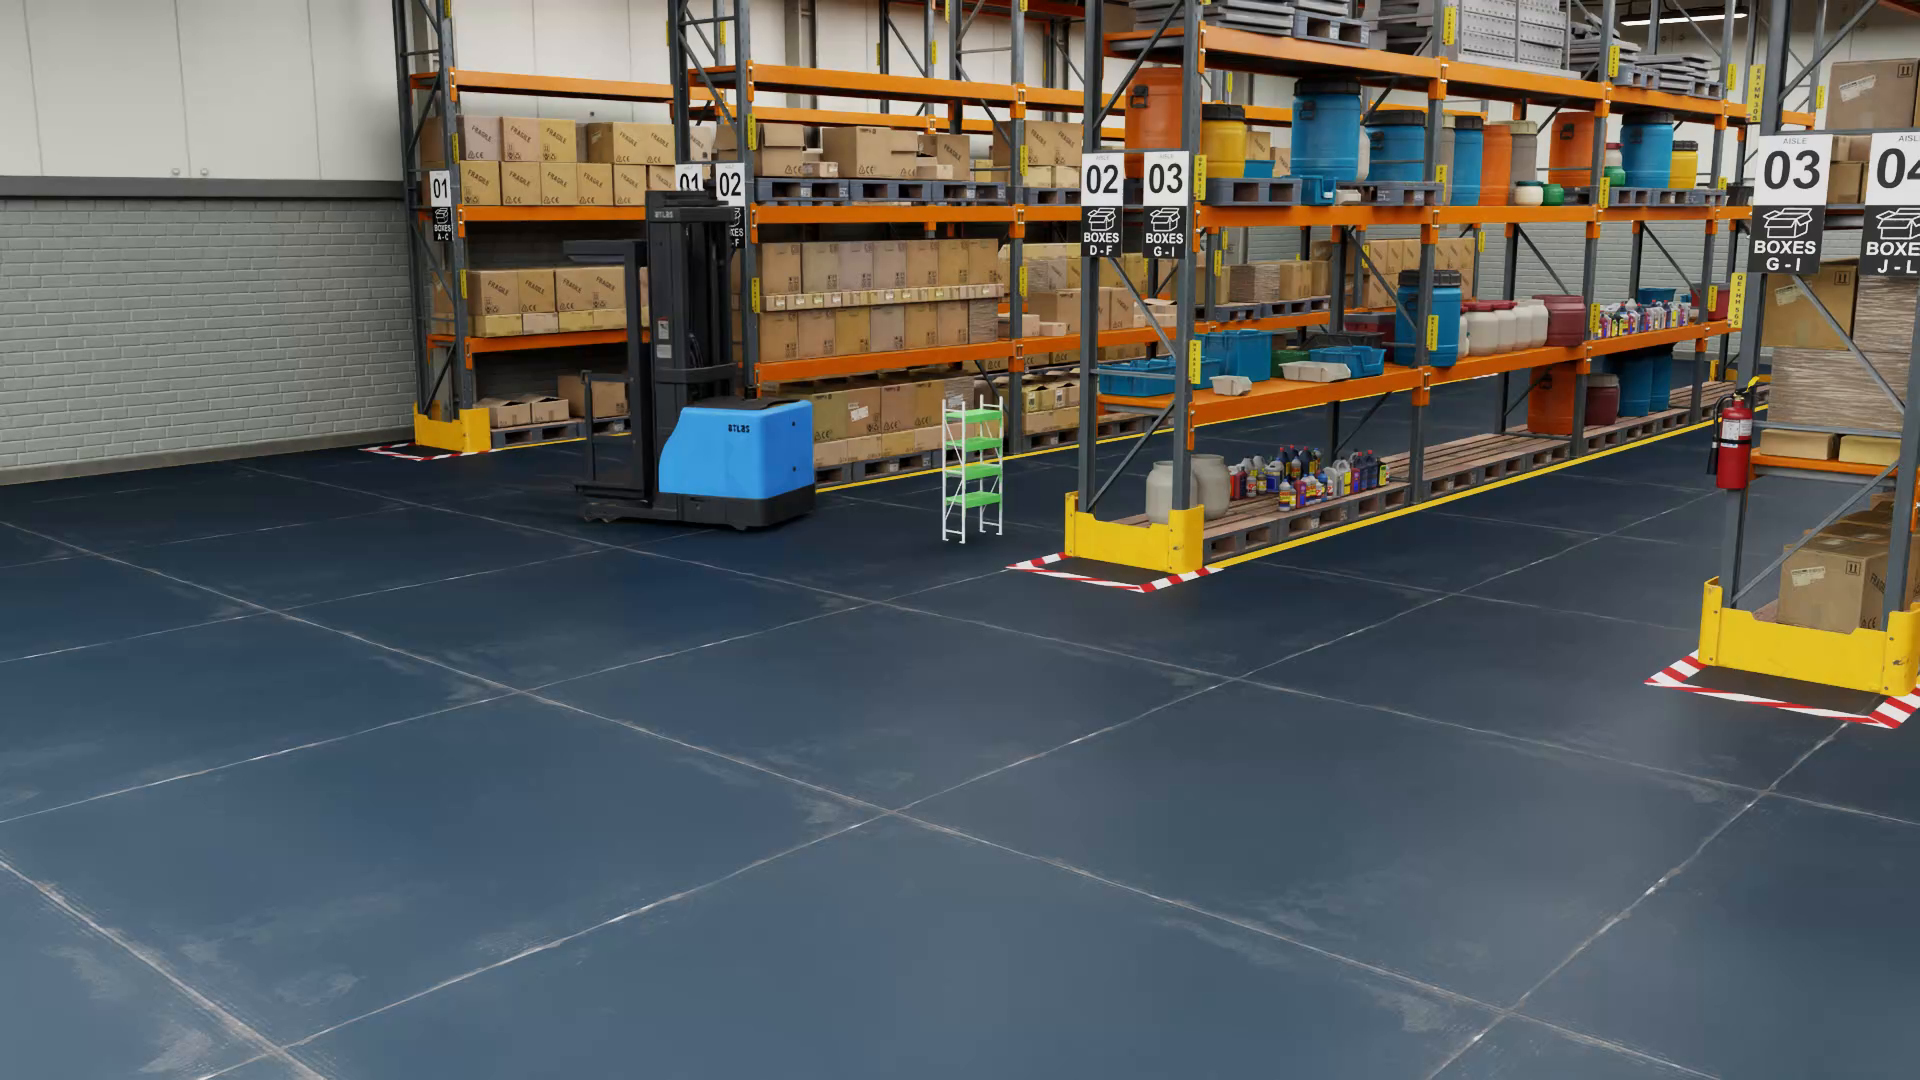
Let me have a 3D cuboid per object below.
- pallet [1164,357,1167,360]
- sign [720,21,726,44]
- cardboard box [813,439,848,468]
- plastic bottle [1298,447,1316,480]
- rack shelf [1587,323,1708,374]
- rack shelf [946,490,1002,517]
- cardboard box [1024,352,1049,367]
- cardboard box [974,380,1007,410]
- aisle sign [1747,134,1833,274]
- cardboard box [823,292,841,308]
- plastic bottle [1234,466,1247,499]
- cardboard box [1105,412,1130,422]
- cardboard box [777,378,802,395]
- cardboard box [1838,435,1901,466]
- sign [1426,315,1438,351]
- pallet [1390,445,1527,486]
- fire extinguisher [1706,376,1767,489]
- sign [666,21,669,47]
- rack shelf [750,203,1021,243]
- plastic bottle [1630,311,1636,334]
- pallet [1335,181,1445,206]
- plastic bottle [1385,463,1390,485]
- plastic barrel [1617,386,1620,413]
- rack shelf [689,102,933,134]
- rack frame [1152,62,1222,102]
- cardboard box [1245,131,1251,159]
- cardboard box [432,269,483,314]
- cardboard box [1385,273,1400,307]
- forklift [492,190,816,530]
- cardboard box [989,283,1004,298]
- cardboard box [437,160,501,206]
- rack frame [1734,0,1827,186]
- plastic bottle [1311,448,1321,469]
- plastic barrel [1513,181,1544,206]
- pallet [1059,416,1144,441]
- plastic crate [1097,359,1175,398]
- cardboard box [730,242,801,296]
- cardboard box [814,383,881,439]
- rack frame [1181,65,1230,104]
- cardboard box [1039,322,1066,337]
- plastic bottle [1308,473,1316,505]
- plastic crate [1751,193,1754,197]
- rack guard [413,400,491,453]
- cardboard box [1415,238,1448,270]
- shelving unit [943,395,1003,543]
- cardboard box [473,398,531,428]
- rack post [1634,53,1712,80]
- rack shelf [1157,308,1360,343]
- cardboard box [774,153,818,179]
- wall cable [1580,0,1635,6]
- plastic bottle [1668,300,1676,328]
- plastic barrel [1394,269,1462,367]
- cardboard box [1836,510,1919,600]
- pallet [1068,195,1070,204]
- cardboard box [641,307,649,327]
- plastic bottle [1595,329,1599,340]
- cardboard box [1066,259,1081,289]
[{"bbox_3d":[4.020,-3.425,30.821,1.003,0.211,1.213,10,15,40],"label":"pallet"},{"bbox_3d":[-3.037,-6.521,21.297,0.100,0.325,0.005,10,15,40],"label":"sign"},{"bbox_3d":[-1.501,-0.908,17.048,0.500,0.250,0.500,10,15,40],"label":"cardboard box"},{"bbox_3d":[3.273,-0.707,15.732,0.144,0.351,0.185,10,15,40],"label":"plastic bottle"},{"bbox_3d":[7.970,-2.404,20.425,1.077,0.370,4.000,10,15,40],"label":"rack shelf"},{"bbox_3d":[0.109,-0.315,14.275,0.258,0.148,0.480,10,15,40],"label":"rack shelf"},{"bbox_3d":[0.933,-3.240,27.191,0.750,0.750,0.750,10,15,42],"label":"cardboard box"},{"bbox_3d":[0.343,-1.744,19.801,0.500,0.311,0.500,10,15,40],"label":"cardboard box"},{"bbox_3d":[4.824,-1.950,9.676,0.394,0.787,0.004,10,15,40],"label":"aisle sign"},{"bbox_3d":[-1.422,-2.436,16.838,0.380,0.149,0.250,9,15,39],"label":"cardboard box"},{"bbox_3d":[2.520,-0.516,14.948,0.061,0.283,0.133,10,15,40],"label":"plastic bottle"},{"bbox_3d":[1.758,-1.626,20.642,0.500,0.250,0.500,10,15,41],"label":"cardboard box"},{"bbox_3d":[-2.655,-2.338,23.516,0.700,0.500,0.500,9,15,39],"label":"cardboard box"},{"bbox_3d":[5.457,-0.533,9.863,0.380,0.149,0.250,10,15,40],"label":"cardboard box"},{"bbox_3d":[4.416,-1.937,15.544,0.100,0.325,0.005,10,15,40],"label":"sign"},{"bbox_3d":[5.304,-0.807,17.715,1.003,0.211,1.213,10,15,40],"label":"pallet"},{"bbox_3d":[4.668,-0.650,10.004,0.296,0.674,0.183,10,15,40],"label":"fire extinguisher"},{"bbox_3d":[-3.853,-6.703,22.009,0.100,0.325,0.005,10,15,40],"label":"sign"},{"bbox_3d":[-1.029,-3.339,17.448,1.077,0.370,4.000,10,15,40],"label":"rack shelf"},{"bbox_3d":[8.038,-2.605,19.922,0.097,0.271,0.097,0,11,0],"label":"plastic bottle"},{"bbox_3d":[3.607,-3.133,15.065,1.213,0.211,1.003,10,15,40],"label":"pallet"},{"bbox_3d":[4.004,-0.624,15.697,0.097,0.201,0.097,0,11,0],"label":"plastic bottle"},{"bbox_3d":[8.011,-1.783,20.761,0.421,0.512,0.421,0,11,0],"label":"plastic barrel"},{"bbox_3d":[-2.112,-5.842,23.343,1.077,0.370,4.000,10,15,40],"label":"rack shelf"},{"bbox_3d":[2.932,-6.045,21.503,1.000,3.000,0.127,10,15,40],"label":"rack frame"},{"bbox_3d":[3.561,-5.252,22.382,0.500,0.500,0.500,10,15,40],"label":"cardboard box"},{"bbox_3d":[-5.921,-2.967,19.826,0.500,0.500,0.500,10,15,40],"label":"cardboard box"},{"bbox_3d":[6.449,-3.856,25.606,0.500,0.500,0.500,10,15,41],"label":"cardboard box"},{"bbox_3d":[-2.891,-1.685,15.164,3.031,2.935,1.130,5,12,22],"label":"forklift"},{"bbox_3d":[0.273,-2.814,18.732,0.380,0.149,0.250,10,15,40],"label":"cardboard box"},{"bbox_3d":[-5.664,-4.113,19.181,0.500,0.500,0.500,10,15,42],"label":"cardboard box"},{"bbox_3d":[11.931,-6.581,24.187,1.000,3.000,0.127,10,15,40],"label":"rack frame"},{"bbox_3d":[3.470,-0.762,16.208,0.097,0.271,0.097,0,11,0],"label":"plastic bottle"},{"bbox_3d":[5.986,-3.648,17.513,0.301,0.262,0.301,0,11,0],"label":"plastic barrel"},{"bbox_3d":[1.554,-1.441,20.888,1.003,0.211,1.213,10,15,40],"label":"pallet"},{"bbox_3d":[1.475,-1.325,13.566,0.499,0.251,0.616,10,15,40],"label":"plastic crate"},{"bbox_3d":[-1.996,-2.686,16.436,0.700,0.500,0.500,10,15,41],"label":"cardboard box"},{"bbox_3d":[-1.179,-1.351,17.350,0.500,0.500,0.500,10,15,40],"label":"cardboard box"},{"bbox_3d":[4.489,-7.862,30.600,1.000,3.000,0.127,10,15,40],"label":"rack frame"},{"bbox_3d":[1.030,-2.496,19.689,0.380,0.149,0.250,10,15,40],"label":"cardboard box"},{"bbox_3d":[3.092,-0.455,14.673,0.097,0.271,0.097,0,11,0],"label":"plastic bottle"},{"bbox_3d":[11.494,-4.824,23.590,0.450,0.188,0.336,10,15,40],"label":"plastic crate"},{"bbox_3d":[-6.022,-1.352,19.703,1.175,0.500,0.348,10,15,40],"label":"rack guard"},{"bbox_3d":[7.454,-4.567,26.613,0.500,0.500,0.500,10,15,42],"label":"cardboard box"},{"bbox_3d":[0.109,-0.613,14.216,0.258,1.200,0.503,10,15,40],"label":"shelving unit"},{"bbox_3d":[-5.548,-1.554,20.073,0.500,0.311,0.500,8,14,34],"label":"cardboard box"},{"bbox_3d":[8.711,-5.836,20.648,0.937,0.300,0.954,9,15,39],"label":"rack post"},{"bbox_3d":[4.252,-3.045,23.634,1.077,0.370,4.000,10,15,40],"label":"rack shelf"},{"bbox_3d":[-1.787,-3.802,16.883,0.500,0.250,0.500,10,15,40],"label":"cardboard box"},{"bbox_3d":[12.848,-11.083,30.145,3.097,2.526,0.112,10,15,40],"label":"wall cable"},{"bbox_3d":[8.930,-2.849,20.944,0.144,0.351,0.185,10,15,40],"label":"plastic bottle"},{"bbox_3d":[4.492,-2.137,15.974,0.600,0.901,0.708,10,15,40],"label":"plastic barrel"},{"bbox_3d":[6.311,0.103,11.347,0.500,0.500,0.500,-10,15,-42],"label":"cardboard box"},{"bbox_3d":[1.281,-5.568,27.259,0.805,0.209,1.217,9,14,38],"label":"pallet"},{"bbox_3d":[-4.173,-2.834,21.074,0.500,0.250,0.500,10,15,40],"label":"cardboard box"},{"bbox_3d":[7.276,-2.435,19.071,0.097,0.271,0.097,0,11,0],"label":"plastic bottle"},{"bbox_3d":[1.733,-4.436,27.697,0.500,0.500,0.500,9,15,39],"label":"cardboard box"}]
